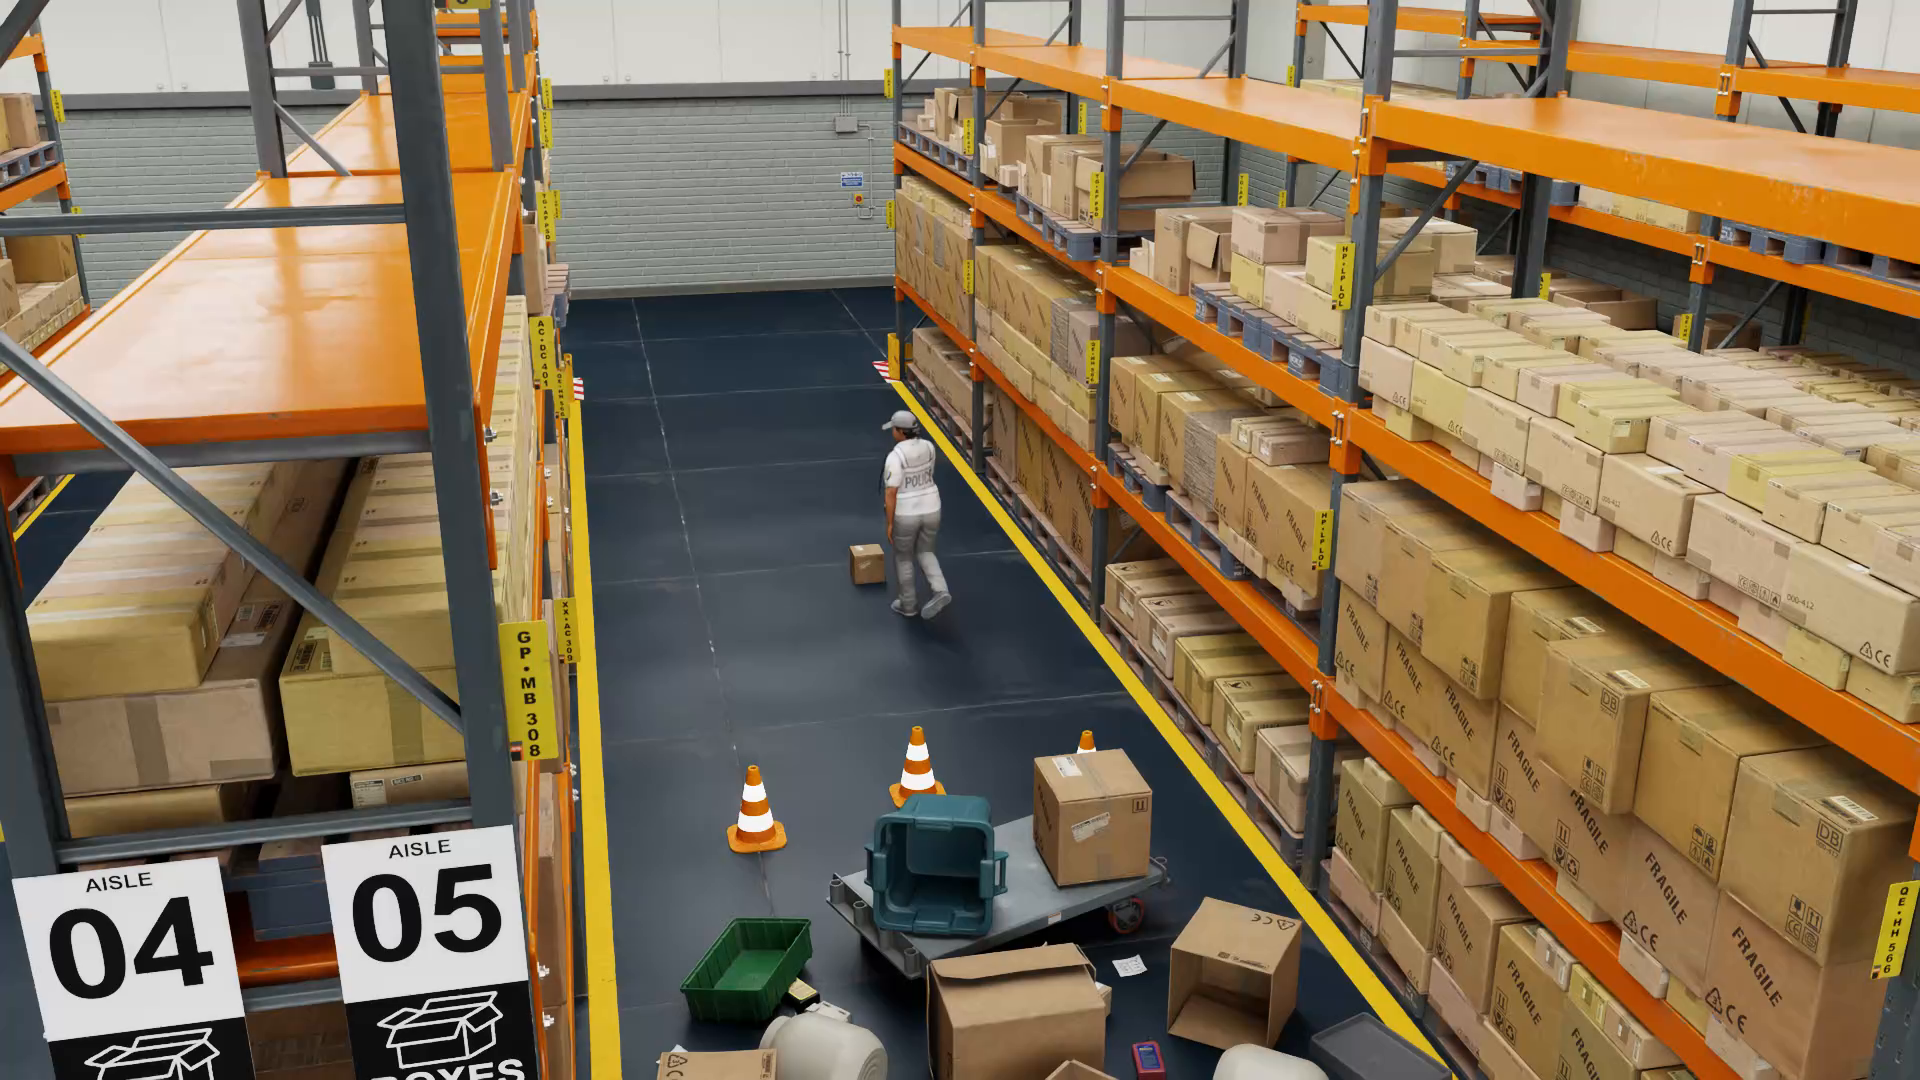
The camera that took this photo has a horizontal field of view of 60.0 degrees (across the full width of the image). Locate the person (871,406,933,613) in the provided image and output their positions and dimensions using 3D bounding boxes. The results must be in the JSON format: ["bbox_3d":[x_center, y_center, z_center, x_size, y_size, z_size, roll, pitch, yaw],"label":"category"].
[{"bbox_3d":[-0.441,-0.237,12.949,0.517,1.657,0.453,-15,25,-36],"label":"person"}]
